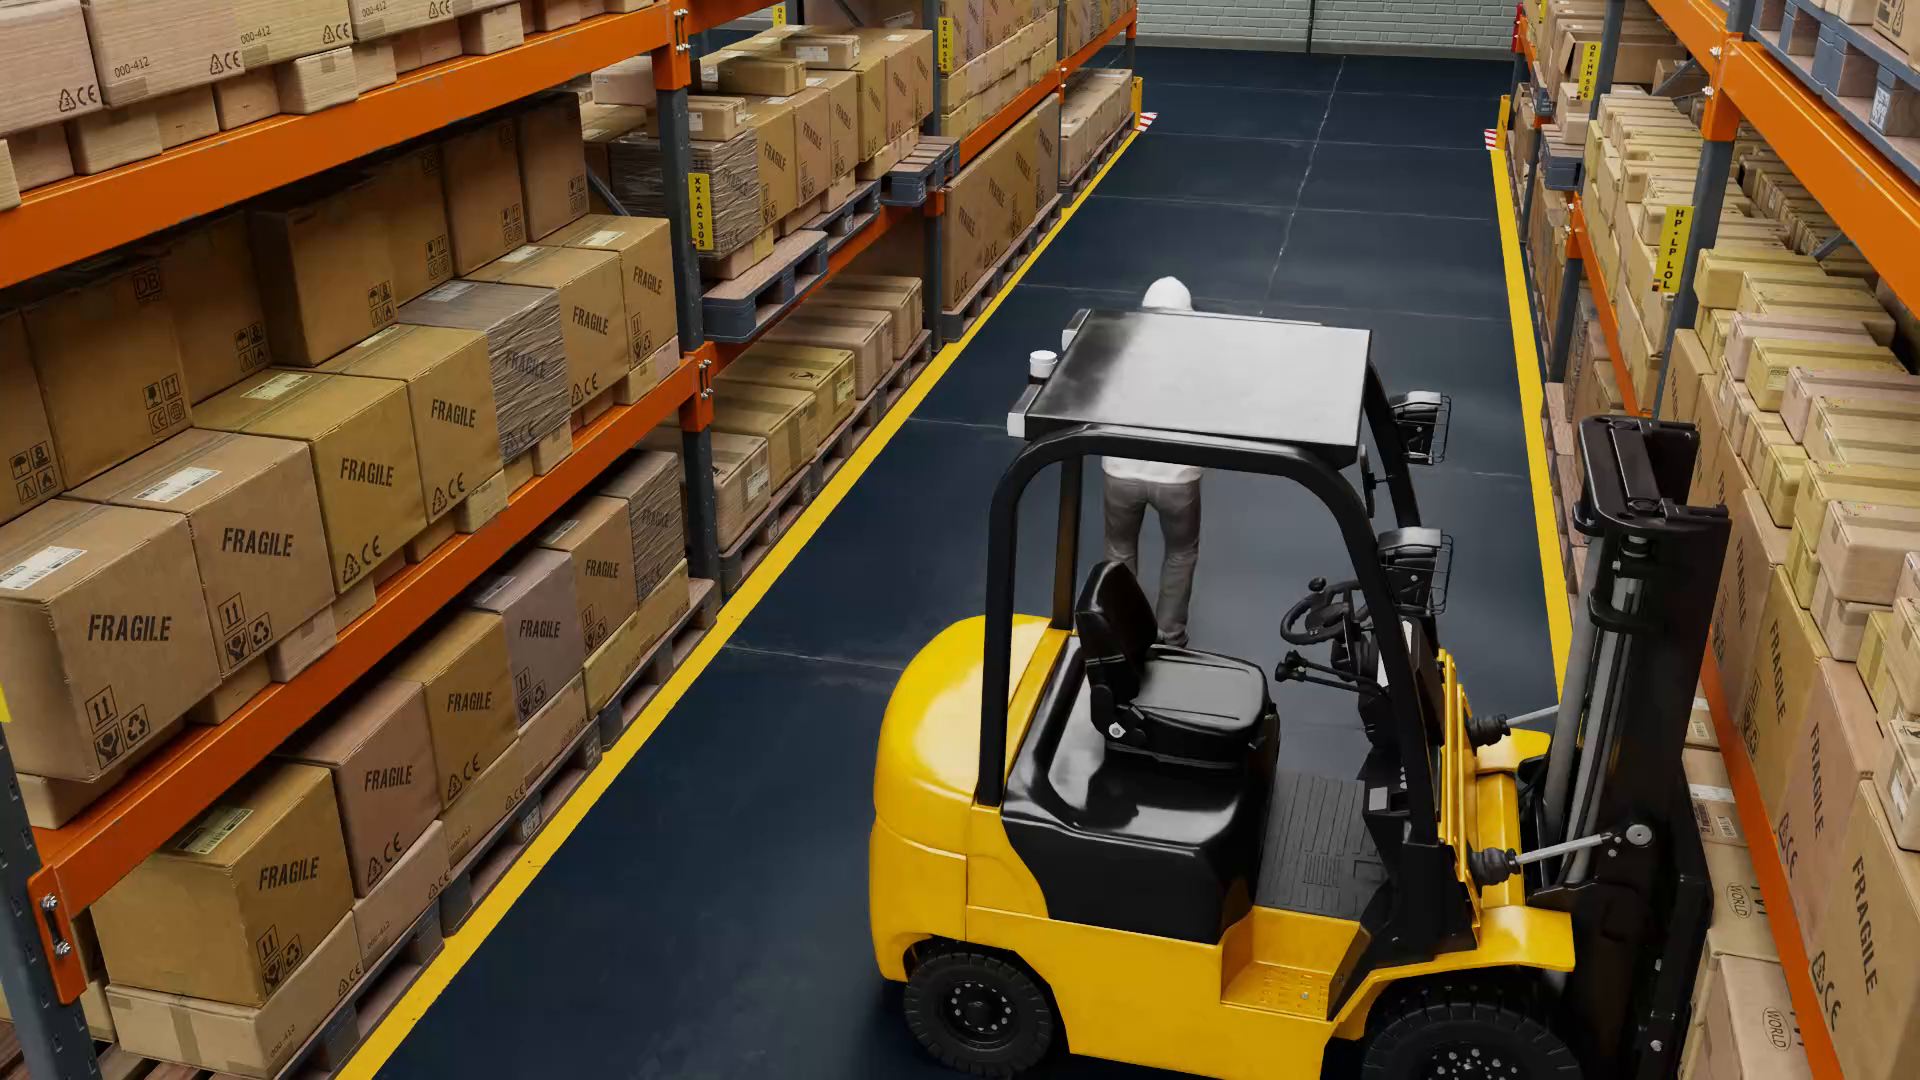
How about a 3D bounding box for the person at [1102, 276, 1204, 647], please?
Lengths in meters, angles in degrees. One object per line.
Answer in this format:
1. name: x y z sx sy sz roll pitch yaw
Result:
1. person: 0.869 -0.324 7.446 0.475 1.627 0.758 6 26 12
